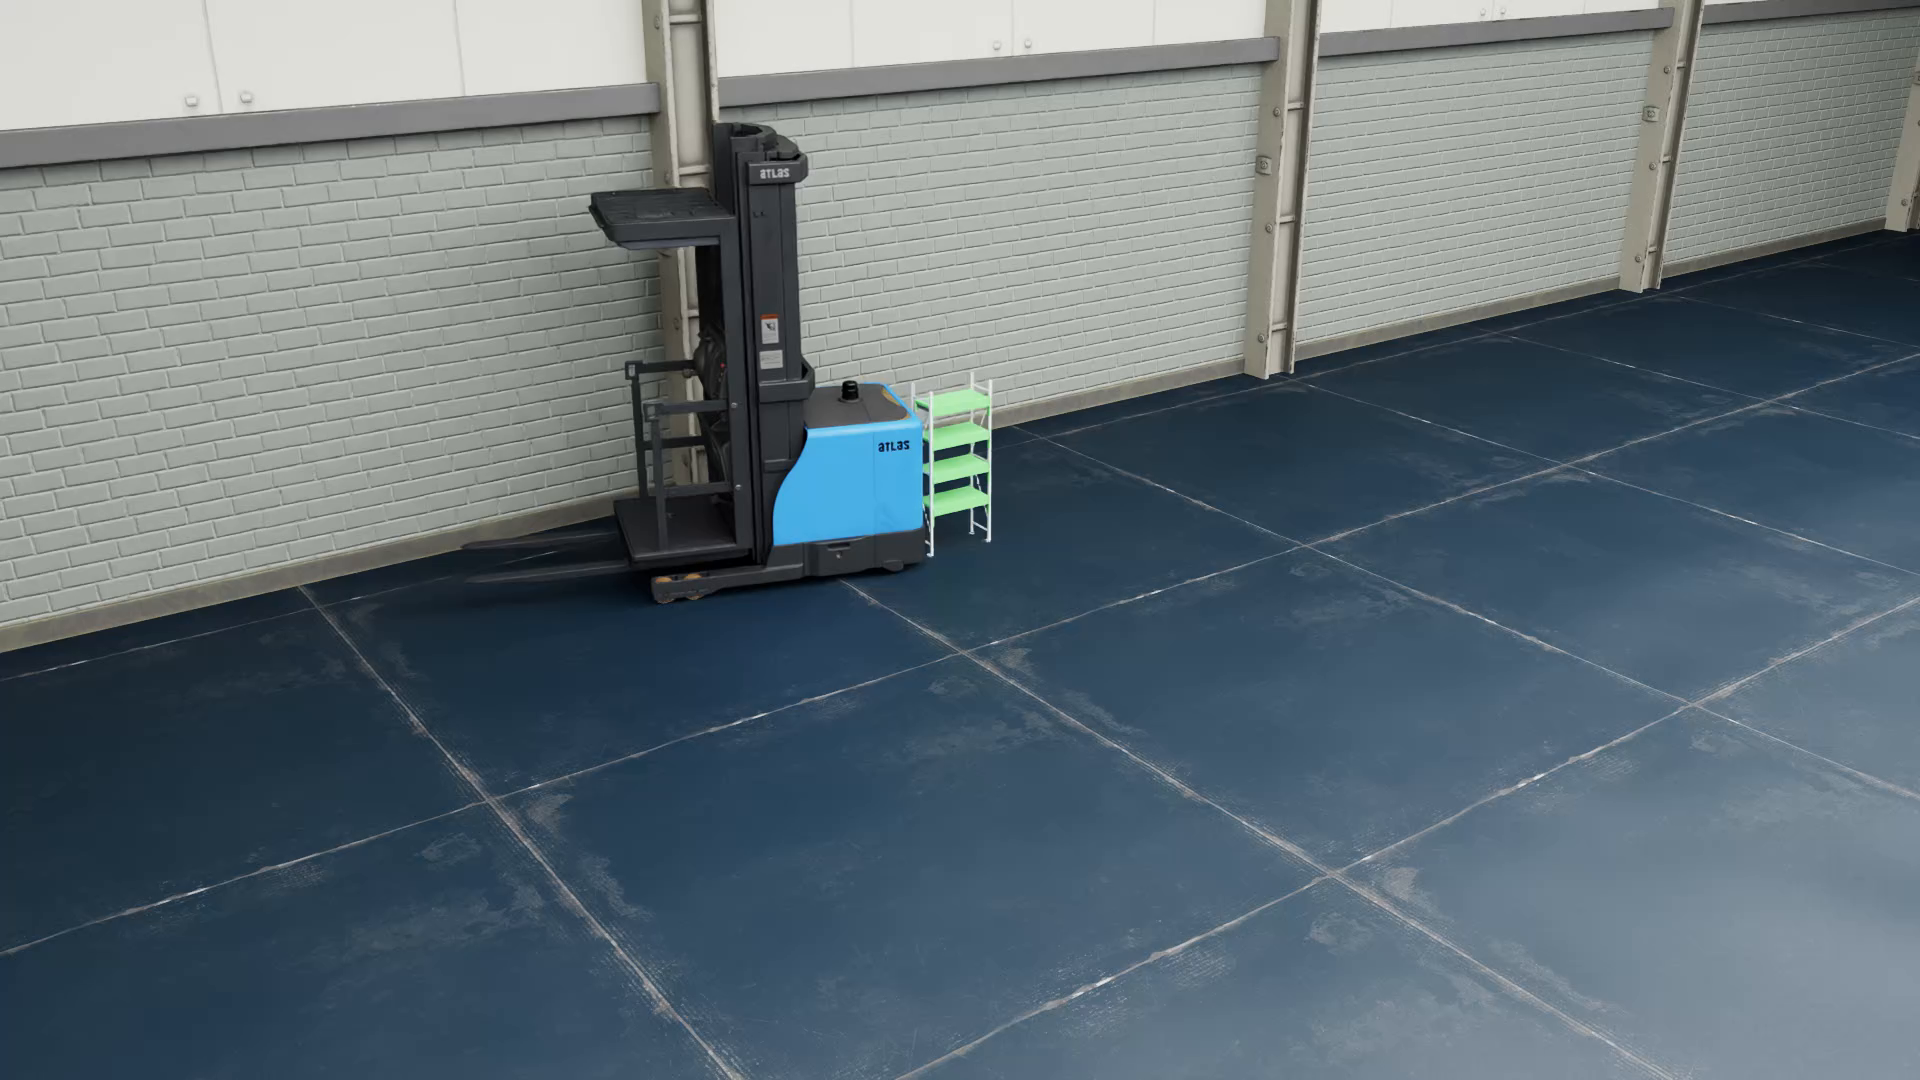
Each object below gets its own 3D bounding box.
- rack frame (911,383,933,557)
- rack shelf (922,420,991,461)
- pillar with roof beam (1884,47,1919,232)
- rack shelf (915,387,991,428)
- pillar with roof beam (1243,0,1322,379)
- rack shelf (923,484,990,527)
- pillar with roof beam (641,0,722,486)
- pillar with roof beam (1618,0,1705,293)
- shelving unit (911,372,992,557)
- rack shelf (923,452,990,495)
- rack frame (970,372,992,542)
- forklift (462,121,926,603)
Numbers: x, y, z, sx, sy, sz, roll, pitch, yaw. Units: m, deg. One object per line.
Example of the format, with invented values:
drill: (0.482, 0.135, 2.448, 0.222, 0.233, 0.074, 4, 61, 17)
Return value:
rack frame: (-0.259, -0.477, 11.472, 0.015, 1.200, 0.240, -14, 26, -31)
rack shelf: (-0.056, -0.691, 11.534, 0.480, 0.148, 0.258, -14, 26, -31)
pillar with roof beam: (15.202, -7.088, 17.516, 0.400, 9.000, 9.100, -15, 26, -33)
rack shelf: (-0.056, -0.914, 11.445, 0.480, 0.148, 0.258, -14, 26, -31)
pillar with roof beam: (5.461, -4.490, 11.007, 0.400, 9.000, 9.100, -15, 26, -33)
rack shelf: (-0.056, -0.245, 11.712, 0.480, 0.148, 0.258, -14, 26, -31)
pillar with roof beam: (0.590, -3.191, 7.752, 0.400, 9.000, 9.100, -15, 26, -33)
pillar with roof beam: (10.331, -5.789, 14.261, 0.400, 9.000, 9.100, -15, 26, -33)
shelving unit: (-0.056, -0.528, 11.599, 0.503, 1.200, 0.258, -14, 26, -31)
rack shelf: (-0.056, -0.468, 11.623, 0.480, 0.148, 0.258, -14, 26, -31)
rack frame: (0.146, -0.578, 11.726, 0.015, 1.200, 0.240, -14, 26, -31)
forklift: (-1.812, -1.167, 10.866, 3.031, 2.935, 1.130, -7, 23, -16)
